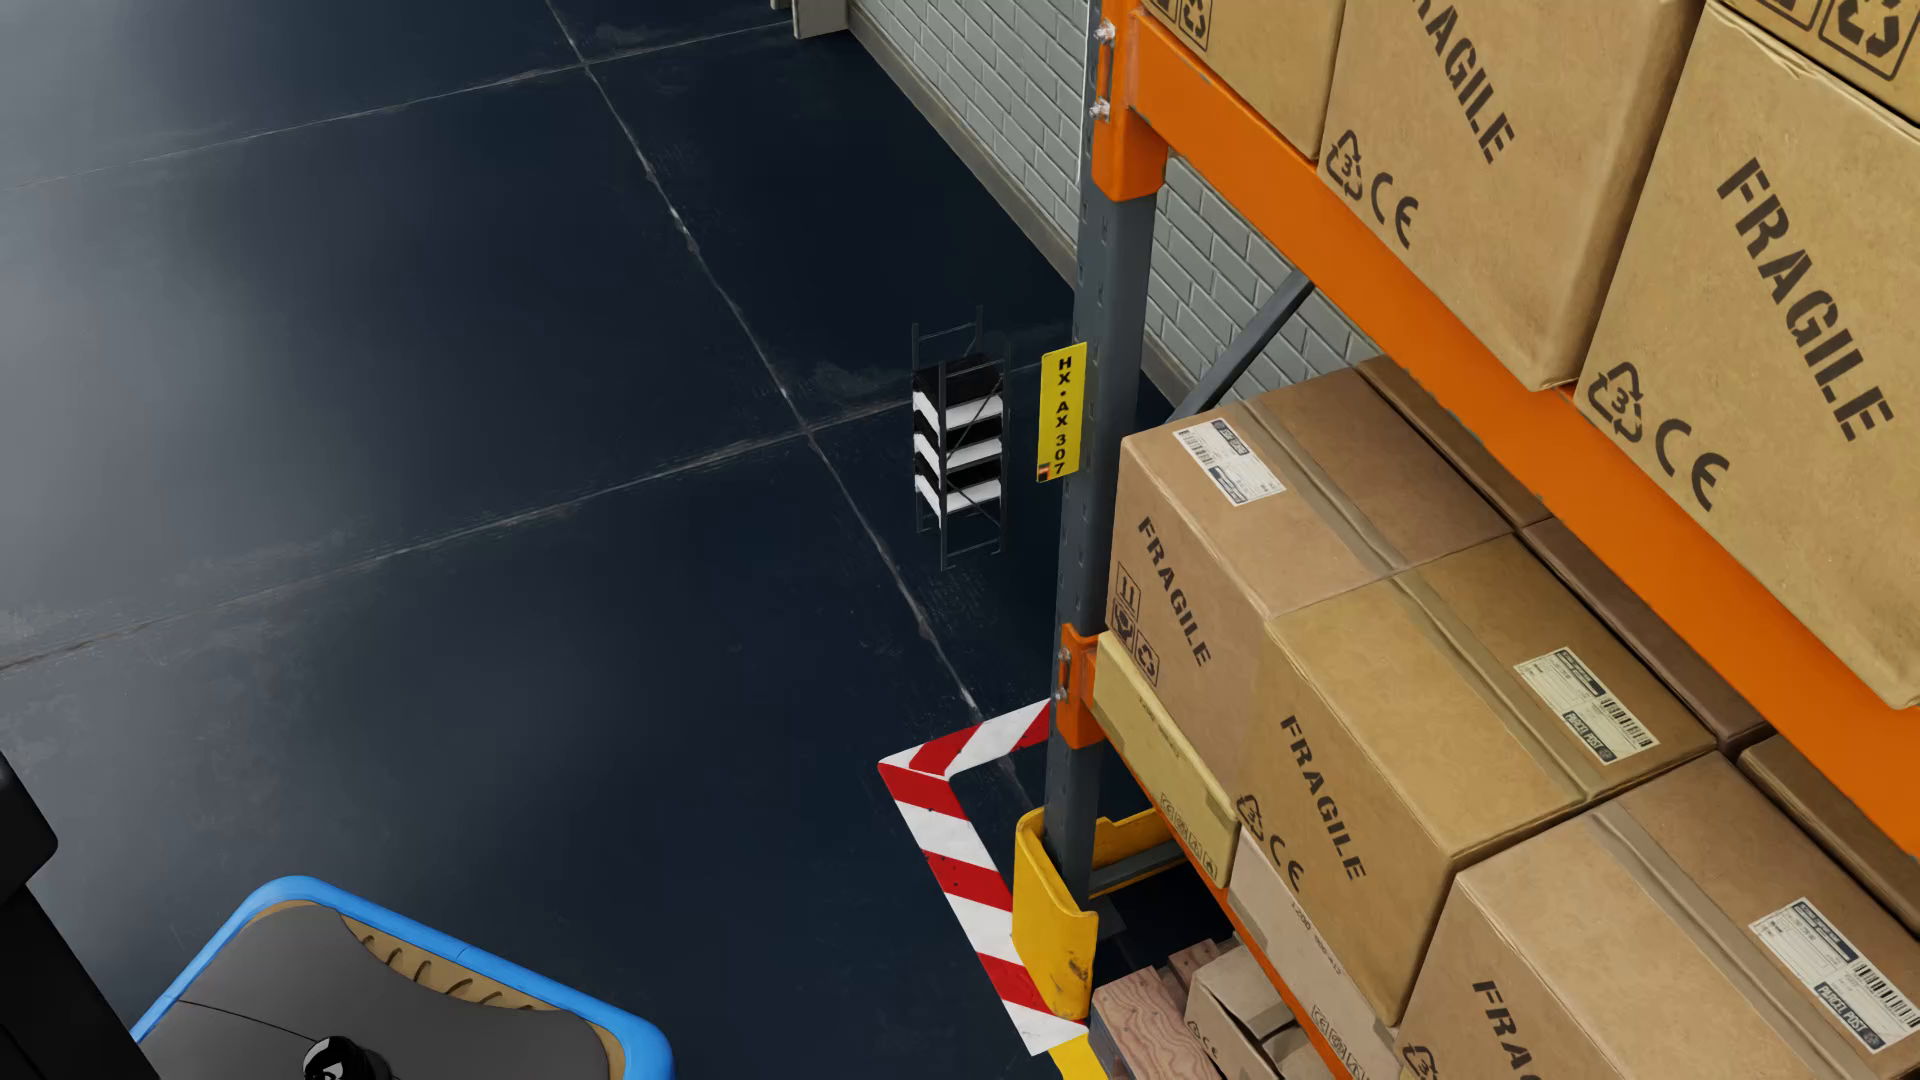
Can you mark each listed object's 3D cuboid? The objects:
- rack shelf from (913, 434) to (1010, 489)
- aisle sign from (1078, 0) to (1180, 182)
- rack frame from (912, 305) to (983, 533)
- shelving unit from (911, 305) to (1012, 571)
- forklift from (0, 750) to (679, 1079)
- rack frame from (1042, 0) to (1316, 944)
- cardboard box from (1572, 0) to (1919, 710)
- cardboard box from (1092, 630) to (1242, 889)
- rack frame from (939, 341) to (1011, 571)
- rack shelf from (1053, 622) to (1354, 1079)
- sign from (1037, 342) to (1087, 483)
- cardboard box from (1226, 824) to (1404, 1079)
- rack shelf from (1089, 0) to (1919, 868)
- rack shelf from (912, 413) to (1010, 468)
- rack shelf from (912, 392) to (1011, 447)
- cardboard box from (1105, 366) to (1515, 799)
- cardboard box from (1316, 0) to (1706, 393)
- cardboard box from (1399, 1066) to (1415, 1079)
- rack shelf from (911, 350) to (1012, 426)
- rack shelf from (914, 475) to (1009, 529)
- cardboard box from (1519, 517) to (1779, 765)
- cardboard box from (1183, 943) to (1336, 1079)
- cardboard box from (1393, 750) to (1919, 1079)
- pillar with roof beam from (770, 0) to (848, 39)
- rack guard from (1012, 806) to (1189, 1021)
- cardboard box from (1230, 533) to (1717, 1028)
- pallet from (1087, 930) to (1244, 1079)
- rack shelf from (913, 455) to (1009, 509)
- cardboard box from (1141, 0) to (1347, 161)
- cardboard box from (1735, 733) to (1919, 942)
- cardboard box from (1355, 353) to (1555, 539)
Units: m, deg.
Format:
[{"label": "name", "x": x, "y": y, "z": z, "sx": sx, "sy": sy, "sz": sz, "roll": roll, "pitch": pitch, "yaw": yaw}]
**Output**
[{"label": "rack shelf", "x": 0.003, "y": -0.291, "z": 5.452, "sx": 0.258, "sy": 0.077, "sz": 0.200, "roll": -18, "pitch": 47, "yaw": -17}, {"label": "aisle sign", "x": 0.390, "y": -0.980, "z": 2.757, "sx": 0.394, "sy": 0.787, "sz": 0.004, "roll": -18, "pitch": 47, "yaw": -17}, {"label": "rack frame", "x": -0.039, "y": -0.380, "z": 5.494, "sx": 0.240, "sy": 0.900, "sz": 0.006, "roll": -18, "pitch": 47, "yaw": -17}, {"label": "shelving unit", "x": 0.003, "y": -0.315, "z": 5.429, "sx": 0.258, "sy": 0.900, "sz": 0.210, "roll": -18, "pitch": 47, "yaw": -17}, {"label": "forklift", "x": -1.607, "y": 1.496, "z": 2.147, "sx": 1.130, "sy": 2.935, "sz": 3.031, "roll": 17, "pitch": 47, "yaw": 17}, {"label": "rack frame", "x": 0.693, "y": -0.098, "z": 3.713, "sx": 1.000, "sy": 3.000, "sz": 0.127, "roll": -18, "pitch": 47, "yaw": -17}, {"label": "cardboard box", "x": 1.022, "y": -0.239, "z": 1.635, "sx": 0.500, "sy": 0.500, "sz": 0.500, "roll": -16, "pitch": 47, "yaw": -16}, {"label": "cardboard box", "x": 0.610, "y": 0.353, "z": 3.349, "sx": 0.500, "sy": 0.250, "sz": 0.500, "roll": -19, "pitch": 48, "yaw": -19}, {"label": "rack frame", "x": 0.046, "y": -0.250, "z": 5.363, "sx": 0.240, "sy": 0.900, "sz": 0.006, "roll": -18, "pitch": 47, "yaw": -17}, {"label": "rack shelf", "x": 1.534, "y": 1.433, "z": 2.674, "sx": 1.077, "sy": 0.370, "sz": 4.000, "roll": -18, "pitch": 47, "yaw": -17}, {"label": "sign", "x": 0.201, "y": -0.245, "z": 3.247, "sx": 0.100, "sy": 0.325, "sz": 0.005, "roll": -18, "pitch": 47, "yaw": -17}, {"label": "cardboard box", "x": 0.841, "y": 0.680, "z": 3.018, "sx": 0.500, "sy": 0.250, "sz": 0.500, "roll": -19, "pitch": 48, "yaw": -19}, {"label": "rack shelf", "x": 1.534, "y": 0.365, "z": 1.621, "sx": 1.077, "sy": 0.370, "sz": 4.000, "roll": -18, "pitch": 47, "yaw": -17}, {"label": "rack shelf", "x": 0.003, "y": -0.355, "z": 5.389, "sx": 0.258, "sy": 0.077, "sz": 0.200, "roll": -18, "pitch": 47, "yaw": -17}, {"label": "rack shelf", "x": 0.003, "y": -0.420, "z": 5.326, "sx": 0.258, "sy": 0.077, "sz": 0.200, "roll": -18, "pitch": 47, "yaw": -17}, {"label": "cardboard box", "x": 0.621, "y": 0.075, "z": 3.097, "sx": 0.500, "sy": 0.500, "sz": 0.500, "roll": -18, "pitch": 47, "yaw": -17}, {"label": "cardboard box", "x": 0.800, "y": -0.568, "z": 1.969, "sx": 0.500, "sy": 0.500, "sz": 0.500, "roll": -15, "pitch": 47, "yaw": -15}, {"label": "cardboard box", "x": 1.050, "y": 1.006, "z": 2.687, "sx": 0.500, "sy": 0.250, "sz": 0.500, "roll": -19, "pitch": 48, "yaw": -18}, {"label": "rack shelf", "x": 0.003, "y": -0.484, "z": 5.262, "sx": 0.258, "sy": 0.077, "sz": 0.200, "roll": -18, "pitch": 47, "yaw": -17}, {"label": "rack shelf", "x": 0.003, "y": -0.163, "z": 5.579, "sx": 0.258, "sy": 0.077, "sz": 0.200, "roll": -18, "pitch": 47, "yaw": -17}, {"label": "cardboard box", "x": 1.287, "y": 0.243, "z": 2.927, "sx": 0.500, "sy": 0.500, "sz": 0.500, "roll": -17, "pitch": 47, "yaw": -17}, {"label": "cardboard box", "x": 0.902, "y": 1.170, "z": 4.029, "sx": 0.500, "sy": 0.311, "sz": 0.500, "roll": -23, "pitch": 49, "yaw": -22}, {"label": "cardboard box", "x": 1.031, "y": 0.724, "z": 2.440, "sx": 0.500, "sy": 0.500, "sz": 0.500, "roll": -20, "pitch": 48, "yaw": -19}, {"label": "pillar with roof beam", "x": -4.657, "y": -4.595, "z": 4.000, "sx": 9.100, "sy": 9.000, "sz": 0.400, "roll": -18, "pitch": 47, "yaw": -17}, {"label": "rack guard", "x": 0.725, "y": 0.841, "z": 4.542, "sx": 1.175, "sy": 0.500, "sz": 0.348, "roll": -18, "pitch": 47, "yaw": -17}, {"label": "cardboard box", "x": 0.820, "y": 0.393, "z": 2.775, "sx": 0.500, "sy": 0.500, "sz": 0.500, "roll": -18, "pitch": 47, "yaw": -17}, {"label": "pallet", "x": 1.034, "y": 1.472, "z": 4.108, "sx": 1.003, "sy": 0.211, "sz": 1.213, "roll": -18, "pitch": 47, "yaw": -17}, {"label": "rack shelf", "x": 0.003, "y": -0.227, "z": 5.515, "sx": 0.258, "sy": 0.077, "sz": 0.200, "roll": -18, "pitch": 47, "yaw": -17}, {"label": "cardboard box", "x": 0.607, "y": -0.921, "z": 2.327, "sx": 0.500, "sy": 0.500, "sz": 0.500, "roll": -17, "pitch": 47, "yaw": -16}, {"label": "cardboard box", "x": 1.508, "y": 0.571, "z": 2.594, "sx": 0.500, "sy": 0.500, "sz": 0.500, "roll": -19, "pitch": 48, "yaw": -18}, {"label": "cardboard box", "x": 1.084, "y": -0.081, "z": 3.255, "sx": 0.500, "sy": 0.500, "sz": 0.500, "roll": -19, "pitch": 48, "yaw": -18}]
